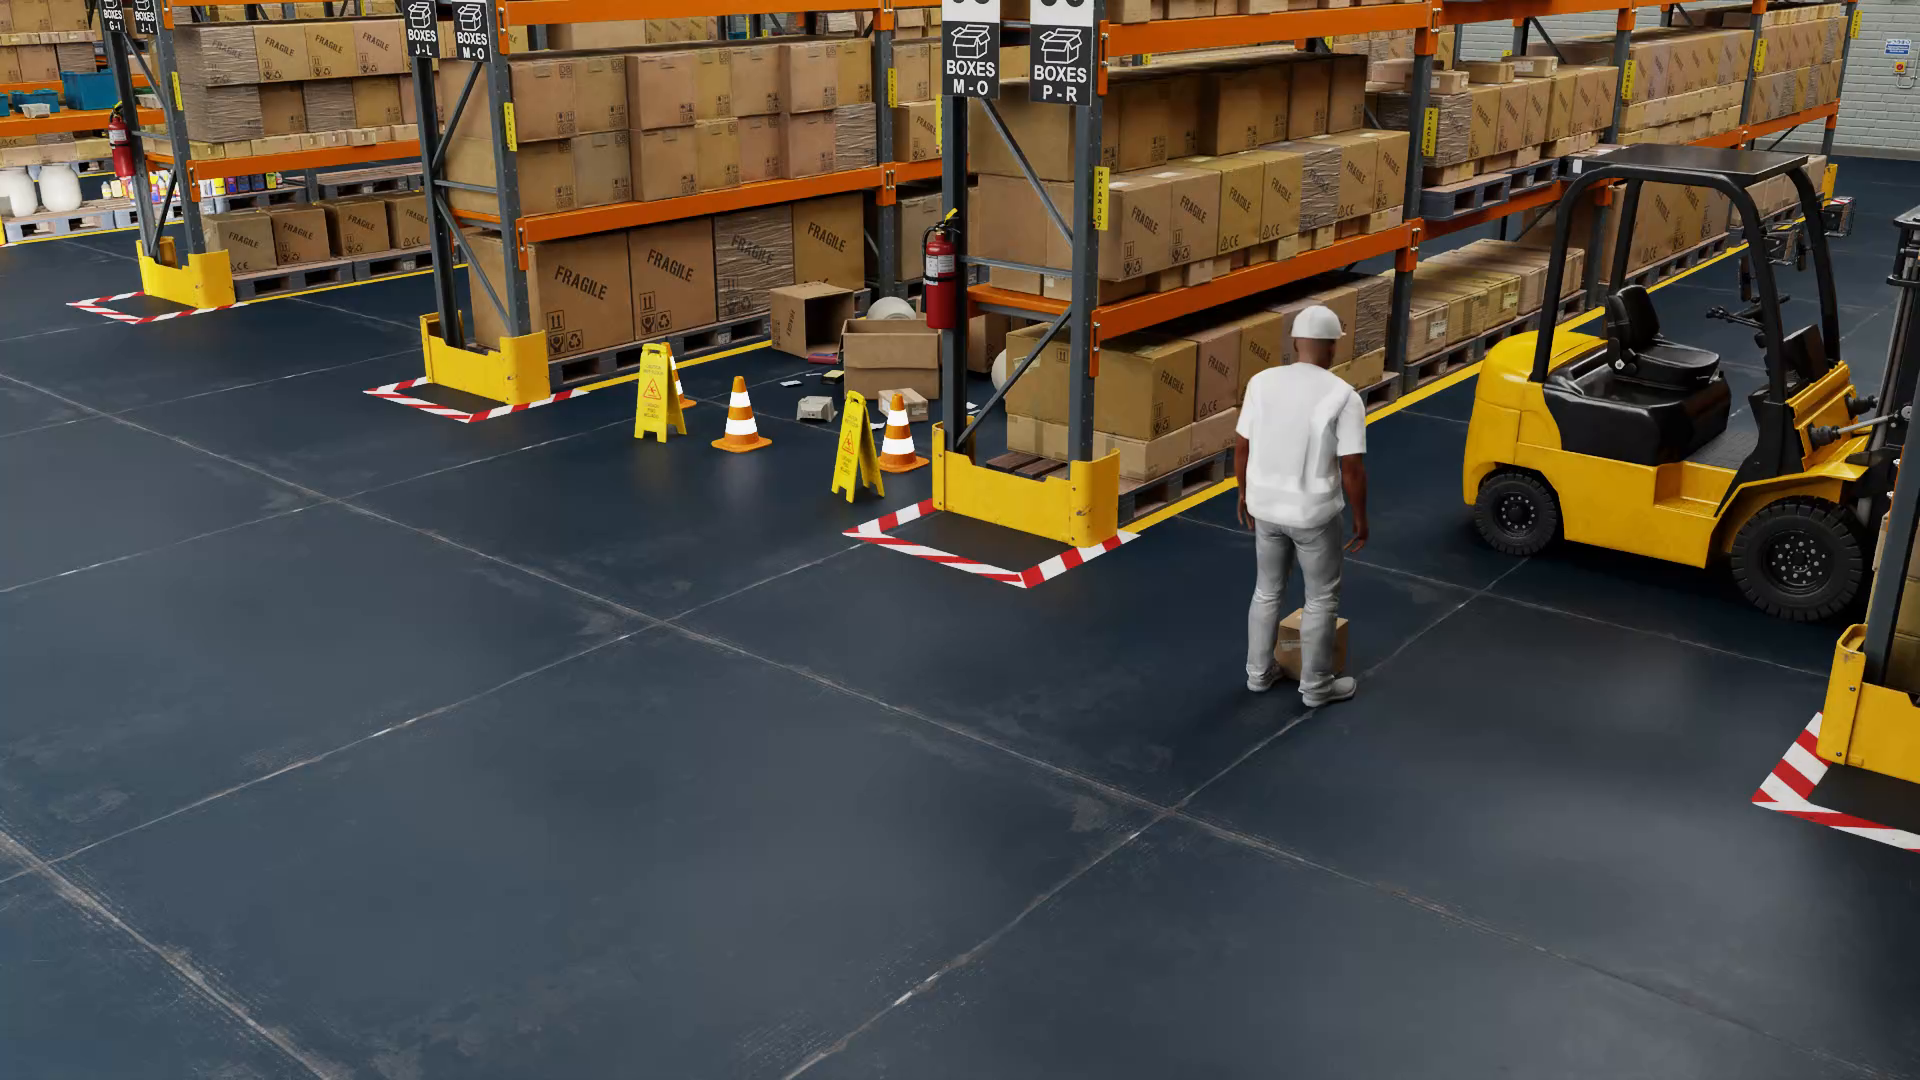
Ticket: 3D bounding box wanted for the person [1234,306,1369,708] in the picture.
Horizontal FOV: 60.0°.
[{"bbox_3d":[1.501,-0.150,7.311,0.629,1.761,0.462,15,25,36],"label":"person"}]
